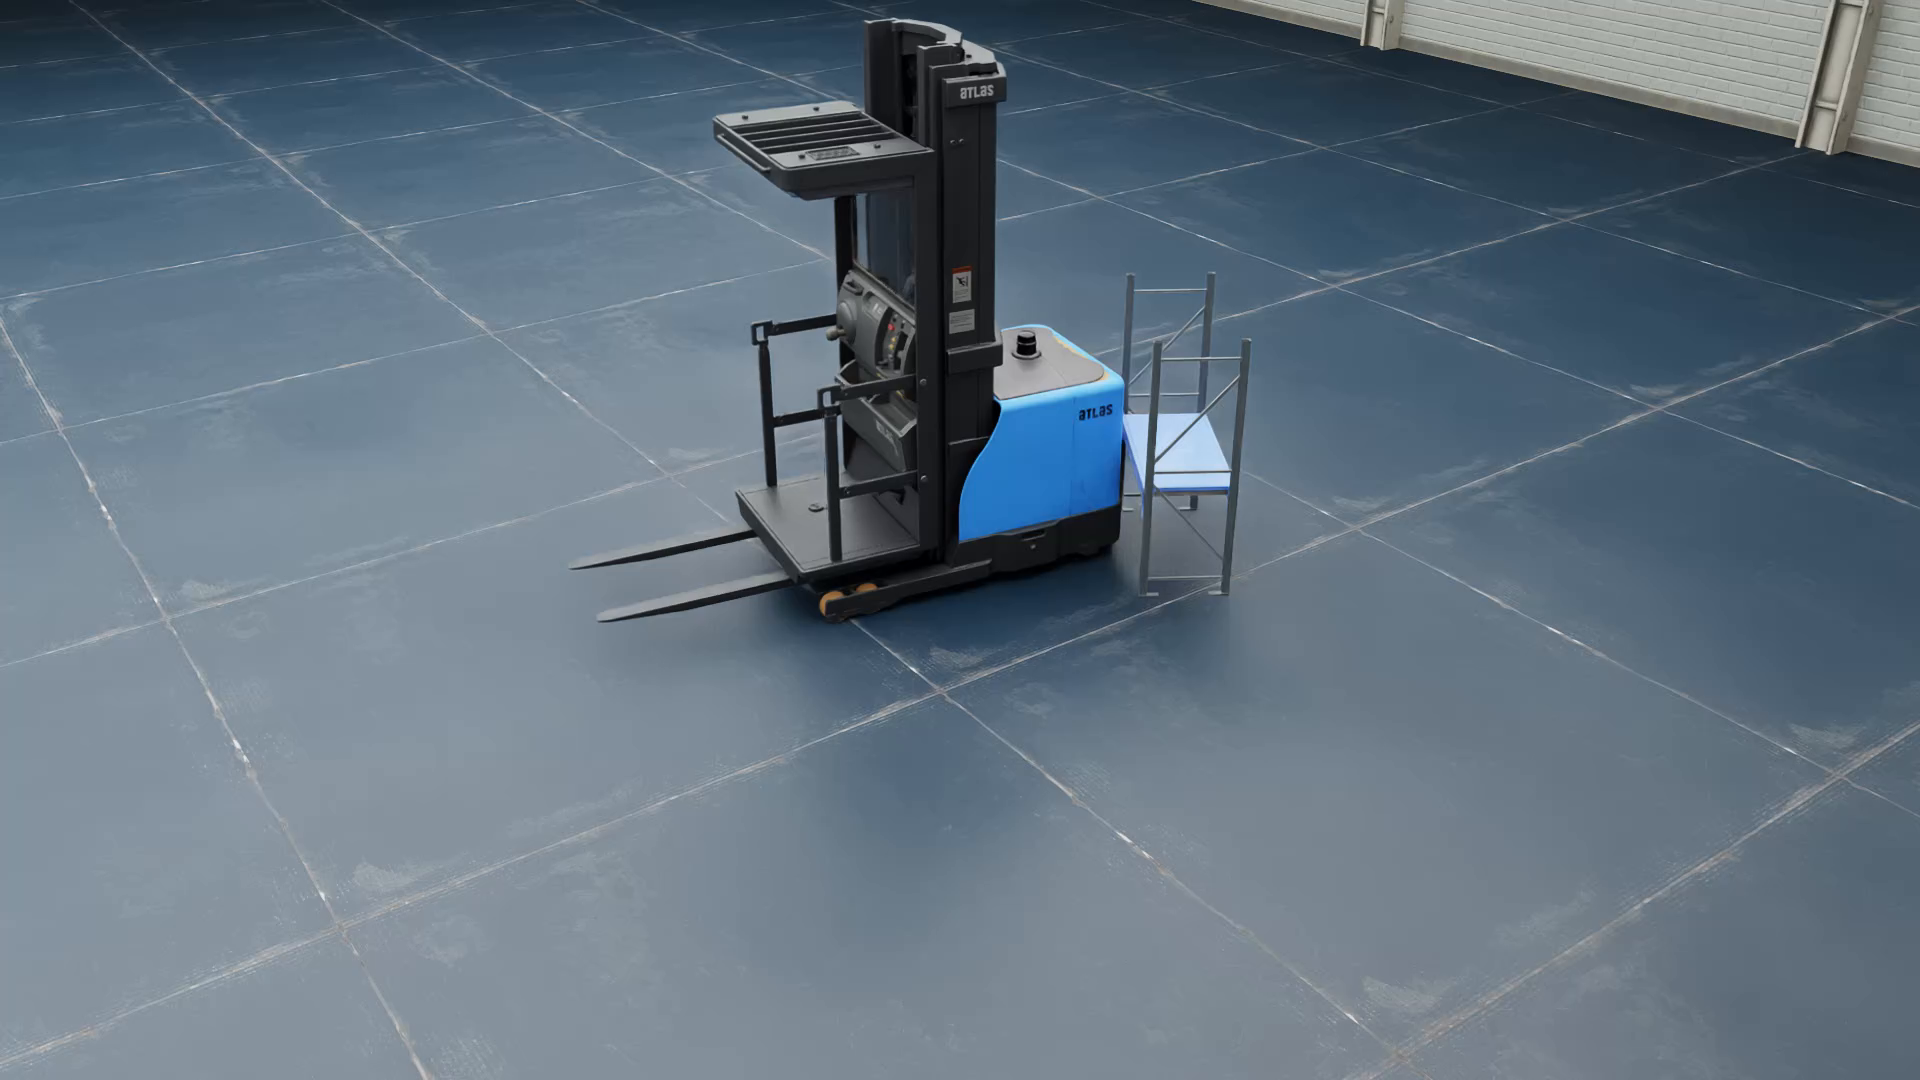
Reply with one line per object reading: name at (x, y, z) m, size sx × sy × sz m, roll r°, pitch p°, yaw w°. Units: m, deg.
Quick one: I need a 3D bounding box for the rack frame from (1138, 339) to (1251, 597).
rack frame at (1.236, -0.358, 8.838) m, size 0.500 × 1.500 × 0.032 m, roll -1°, pitch 29°, yaw -2°

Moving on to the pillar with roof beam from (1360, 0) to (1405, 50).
pillar with roof beam at (1.921, -9.148, 17.166) m, size 9.100 × 9.000 × 0.400 m, roll -19°, pitch 34°, yaw -31°

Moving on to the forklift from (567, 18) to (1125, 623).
forklift at (-0.633, -1.133, 8.765) m, size 3.031 × 2.935 × 1.130 m, roll -13°, pitch 31°, yaw -22°

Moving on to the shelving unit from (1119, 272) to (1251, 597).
shelving unit at (1.213, -0.600, 9.284) m, size 0.538 × 1.500 × 1.048 m, roll -1°, pitch 29°, yaw -2°

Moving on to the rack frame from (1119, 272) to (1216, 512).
rack frame at (1.191, -0.843, 9.730) m, size 0.500 × 1.500 × 0.032 m, roll -1°, pitch 29°, yaw -2°

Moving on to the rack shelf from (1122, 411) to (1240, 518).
rack shelf at (1.213, -0.442, 9.370) m, size 0.538 × 0.185 × 1.000 m, roll -1°, pitch 29°, yaw -2°

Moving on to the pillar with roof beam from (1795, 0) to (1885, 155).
pillar with roof beam at (5.401, -6.816, 12.871) m, size 9.100 × 9.000 × 0.400 m, roll -19°, pitch 34°, yaw -31°
